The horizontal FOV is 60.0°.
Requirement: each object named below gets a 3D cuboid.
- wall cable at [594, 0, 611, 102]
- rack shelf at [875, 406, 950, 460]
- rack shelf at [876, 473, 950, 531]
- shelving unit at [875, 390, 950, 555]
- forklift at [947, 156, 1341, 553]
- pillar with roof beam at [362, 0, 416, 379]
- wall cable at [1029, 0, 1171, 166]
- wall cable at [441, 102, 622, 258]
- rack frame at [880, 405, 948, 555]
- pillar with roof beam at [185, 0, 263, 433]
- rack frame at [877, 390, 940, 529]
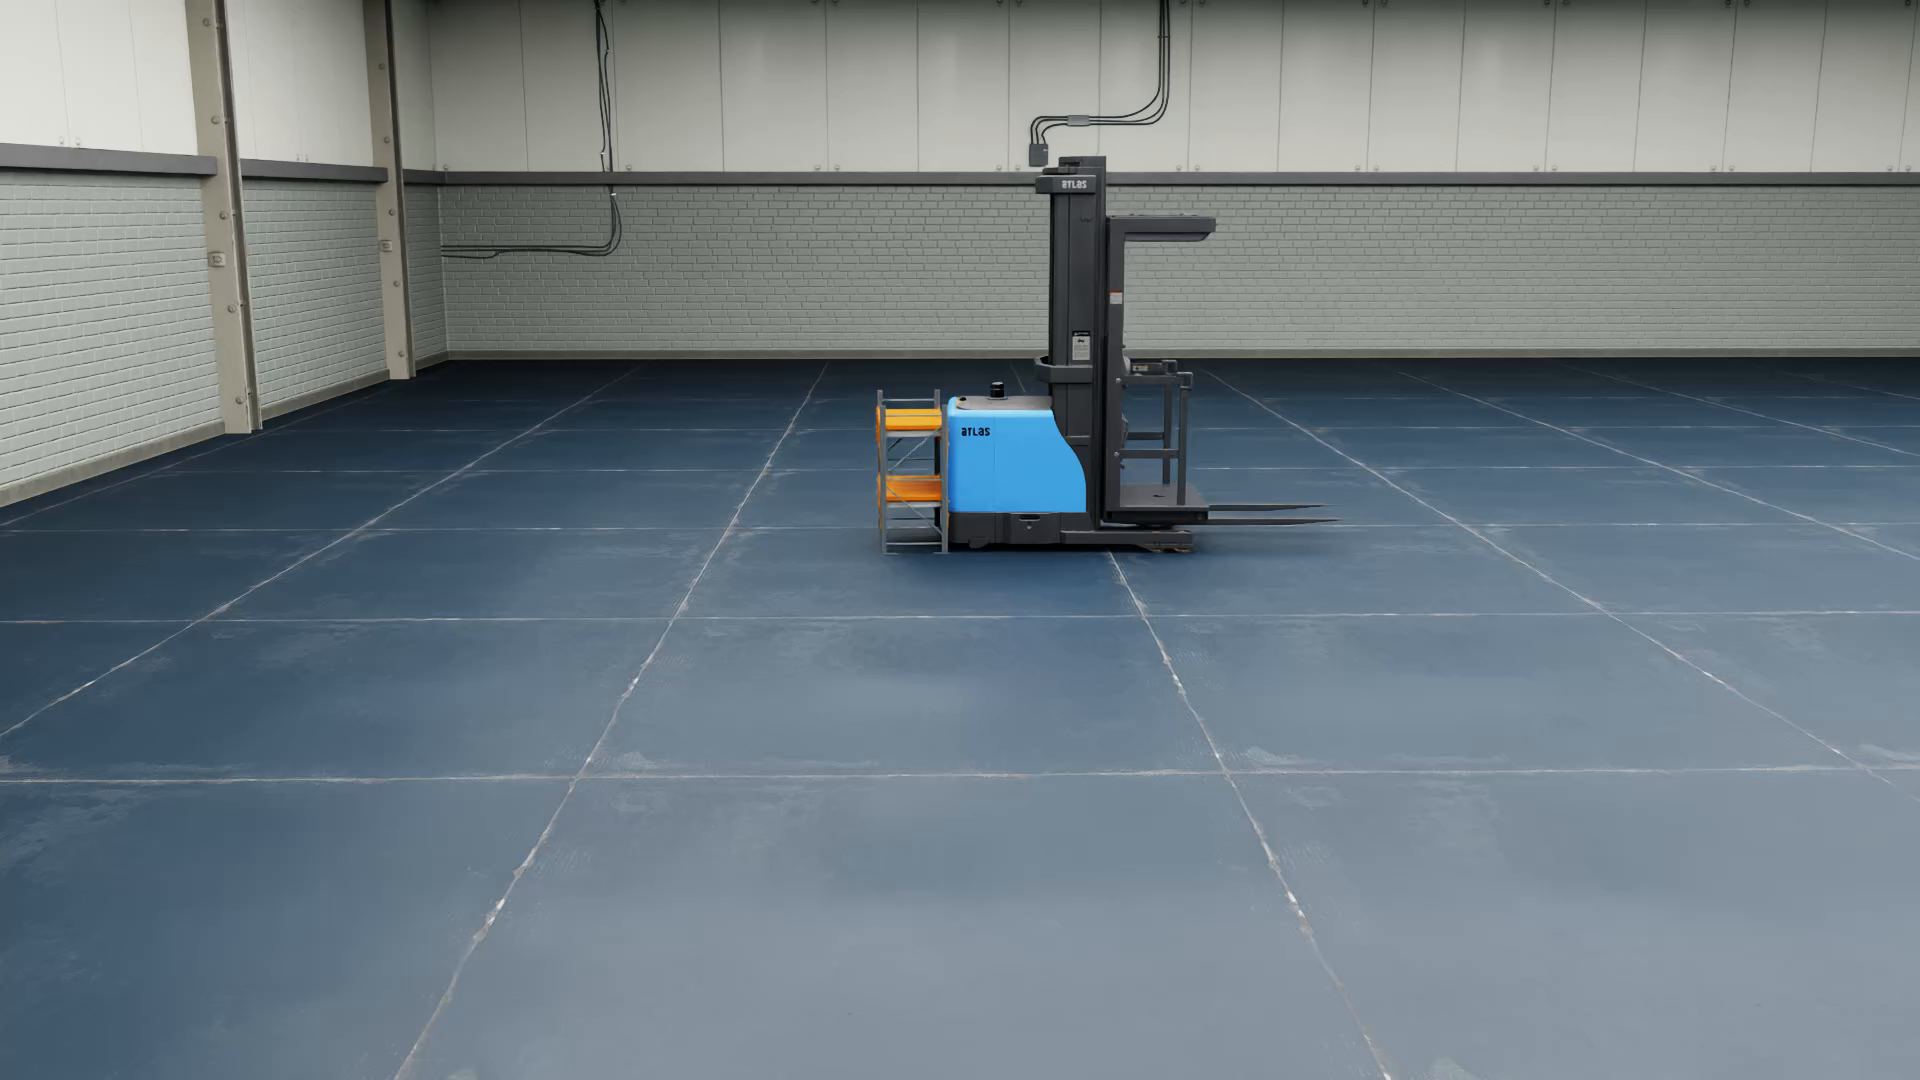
[{"bbox_3d":[-4.480,-8.423,27.051,3.097,2.526,0.112,0,11,-1],"label":"wall cable"},{"bbox_3d":[-0.378,-0.834,12.871,0.538,0.278,1.000,-1,11,-4],"label":"rack shelf"},{"bbox_3d":[-0.378,-0.308,12.978,0.538,0.278,1.000,-1,11,-4],"label":"rack shelf"},{"bbox_3d":[-0.378,-0.548,12.929,0.538,1.125,1.048,-1,11,-4],"label":"shelving unit"},{"bbox_3d":[1.405,-1.444,12.806,3.031,2.935,1.130,0,11,0],"label":"forklift"},{"bbox_3d":[-4.142,-6.885,24.364,9.100,9.000,0.400,0,11,-1],"label":"pillar with roof beam"},{"bbox_3d":[2.307,-9.161,27.028,2.305,6.003,0.169,0,11,-1],"label":"wall cable"},{"bbox_3d":[-7.185,-5.937,27.498,3.097,2.526,0.112,0,11,-1],"label":"wall cable"},{"bbox_3d":[-0.345,-0.447,12.432,0.500,1.125,0.032,-1,11,-4],"label":"rack frame"},{"bbox_3d":[-4.018,-5.692,18.485,9.100,9.000,0.400,0,11,-1],"label":"pillar with roof beam"},{"bbox_3d":[-0.412,-0.648,13.426,0.500,1.125,0.032,-1,11,-4],"label":"rack frame"}]
